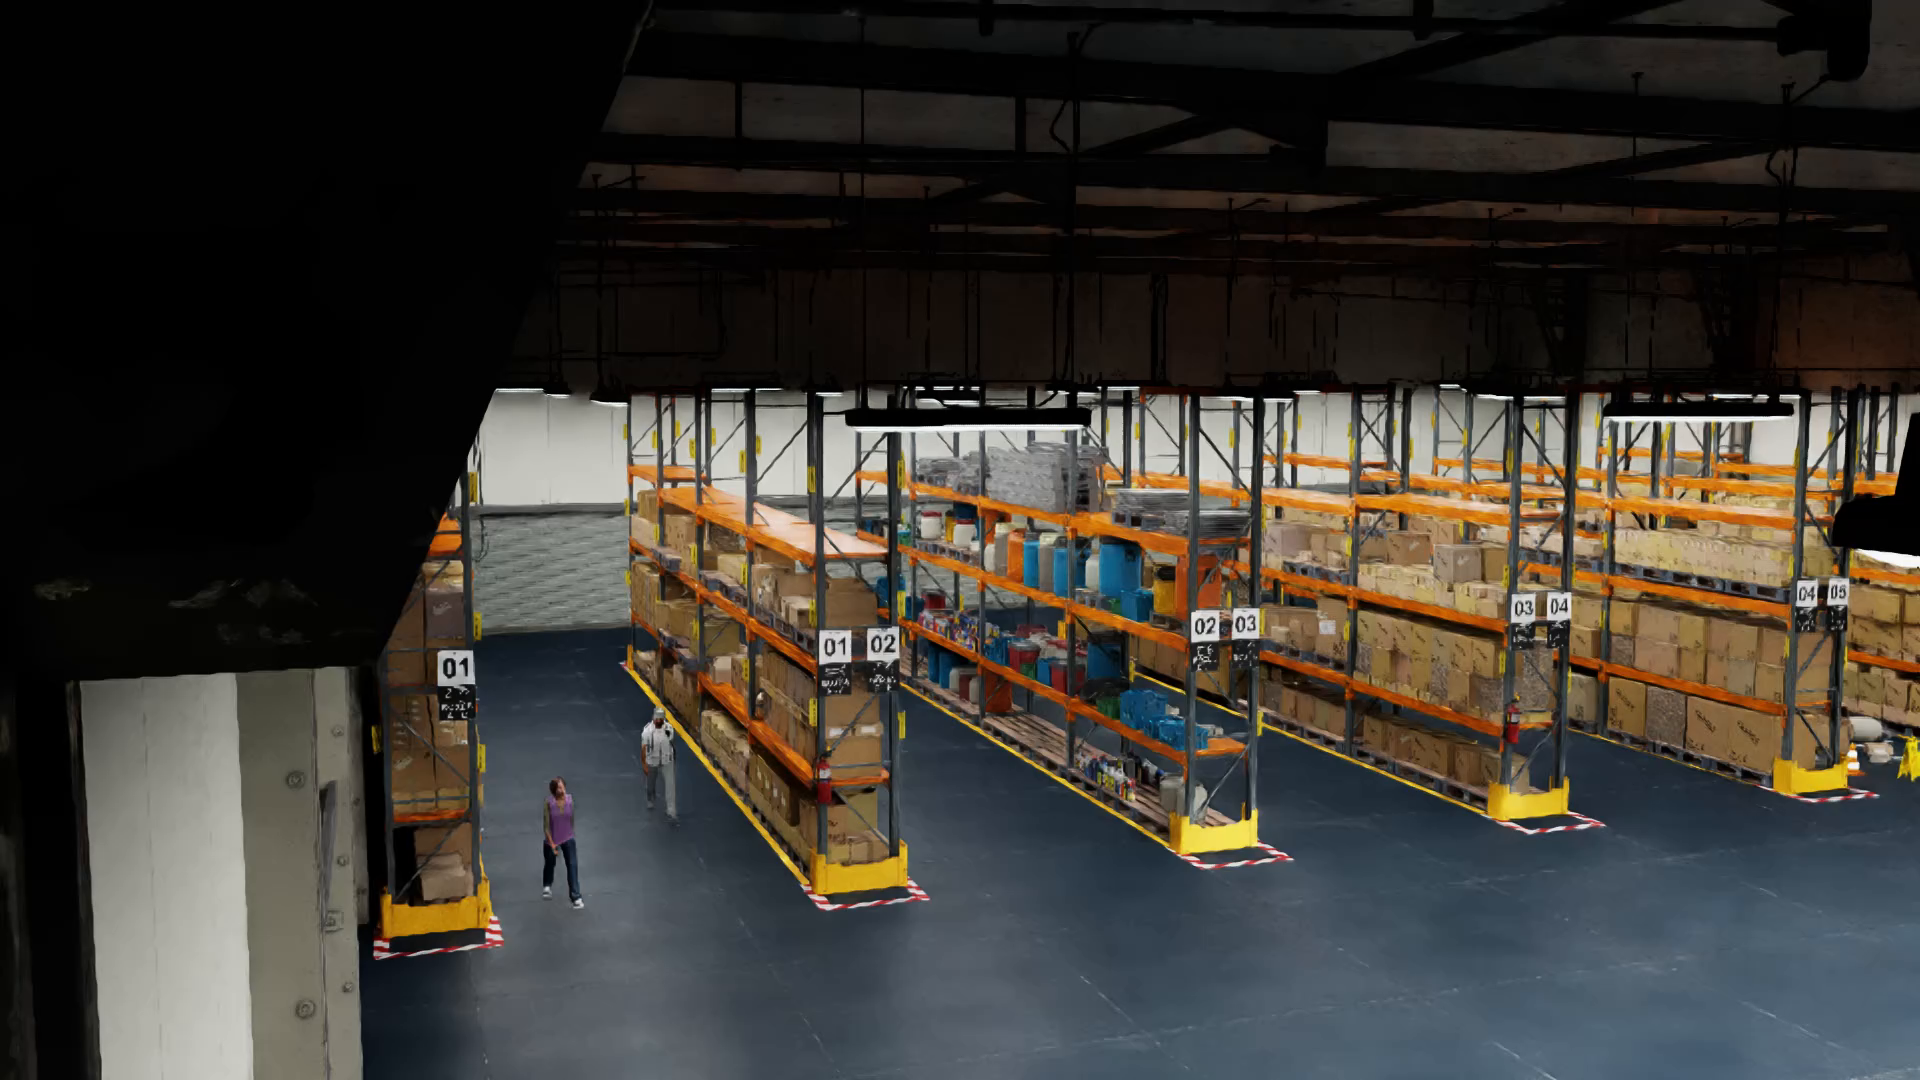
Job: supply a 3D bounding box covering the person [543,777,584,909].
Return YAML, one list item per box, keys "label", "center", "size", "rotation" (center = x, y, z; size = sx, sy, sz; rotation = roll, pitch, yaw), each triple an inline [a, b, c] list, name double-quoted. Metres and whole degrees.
- label: "person"
  center: [-4.732, 3.533, 19.608]
  size: [0.412, 1.533, 0.955]
  rotation: [-3, 7, -27]

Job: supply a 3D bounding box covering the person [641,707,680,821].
- label: "person"
  center: [-4.244, 3.114, 23.432]
  size: [0.497, 1.583, 1.090]
  rotation: [-2, 6, -17]
